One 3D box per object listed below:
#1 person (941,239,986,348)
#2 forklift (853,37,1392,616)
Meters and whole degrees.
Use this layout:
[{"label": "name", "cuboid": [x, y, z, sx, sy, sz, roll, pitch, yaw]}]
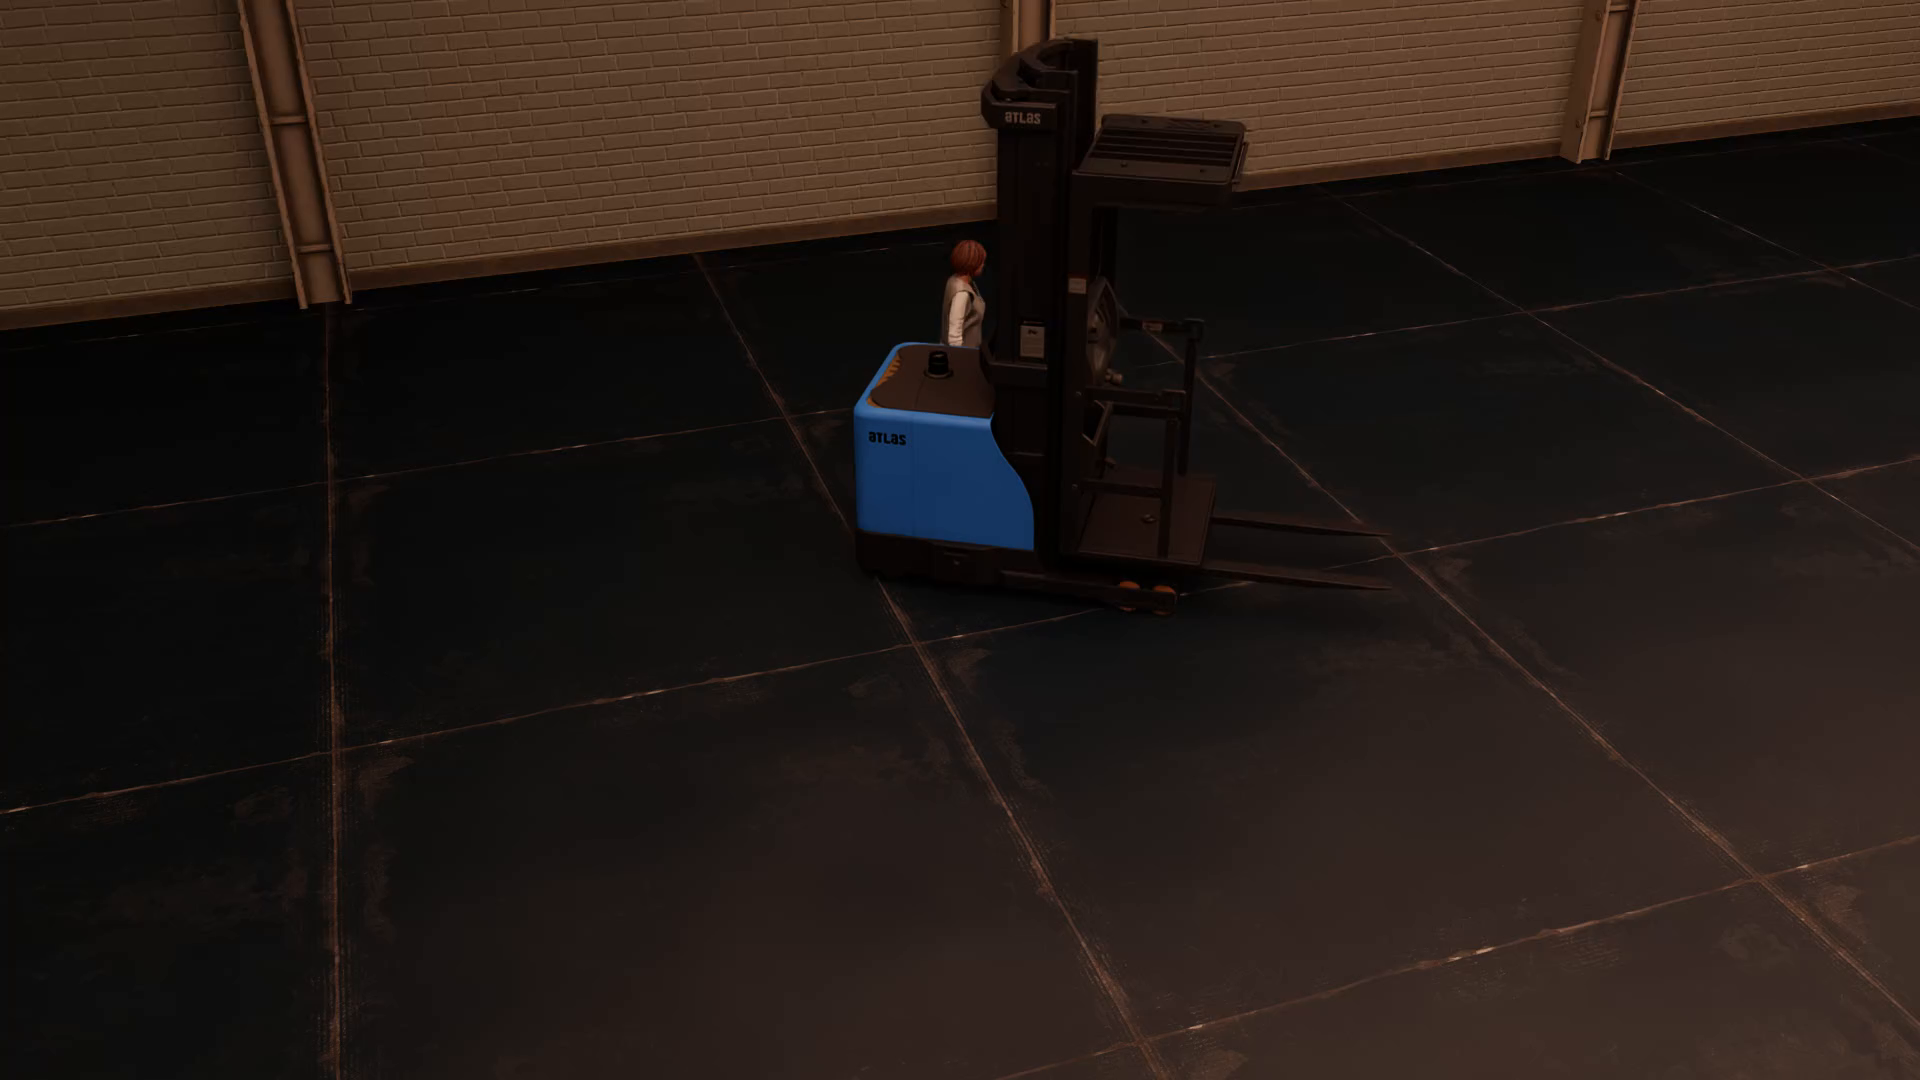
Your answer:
[{"label": "person", "cuboid": [0.031, -1.109, 10.428, 0.342, 1.552, 0.647, 3, 30, 5]}, {"label": "forklift", "cuboid": [0.966, -1.140, 9.069, 3.031, 2.935, 1.130, 6, 31, 11]}]
